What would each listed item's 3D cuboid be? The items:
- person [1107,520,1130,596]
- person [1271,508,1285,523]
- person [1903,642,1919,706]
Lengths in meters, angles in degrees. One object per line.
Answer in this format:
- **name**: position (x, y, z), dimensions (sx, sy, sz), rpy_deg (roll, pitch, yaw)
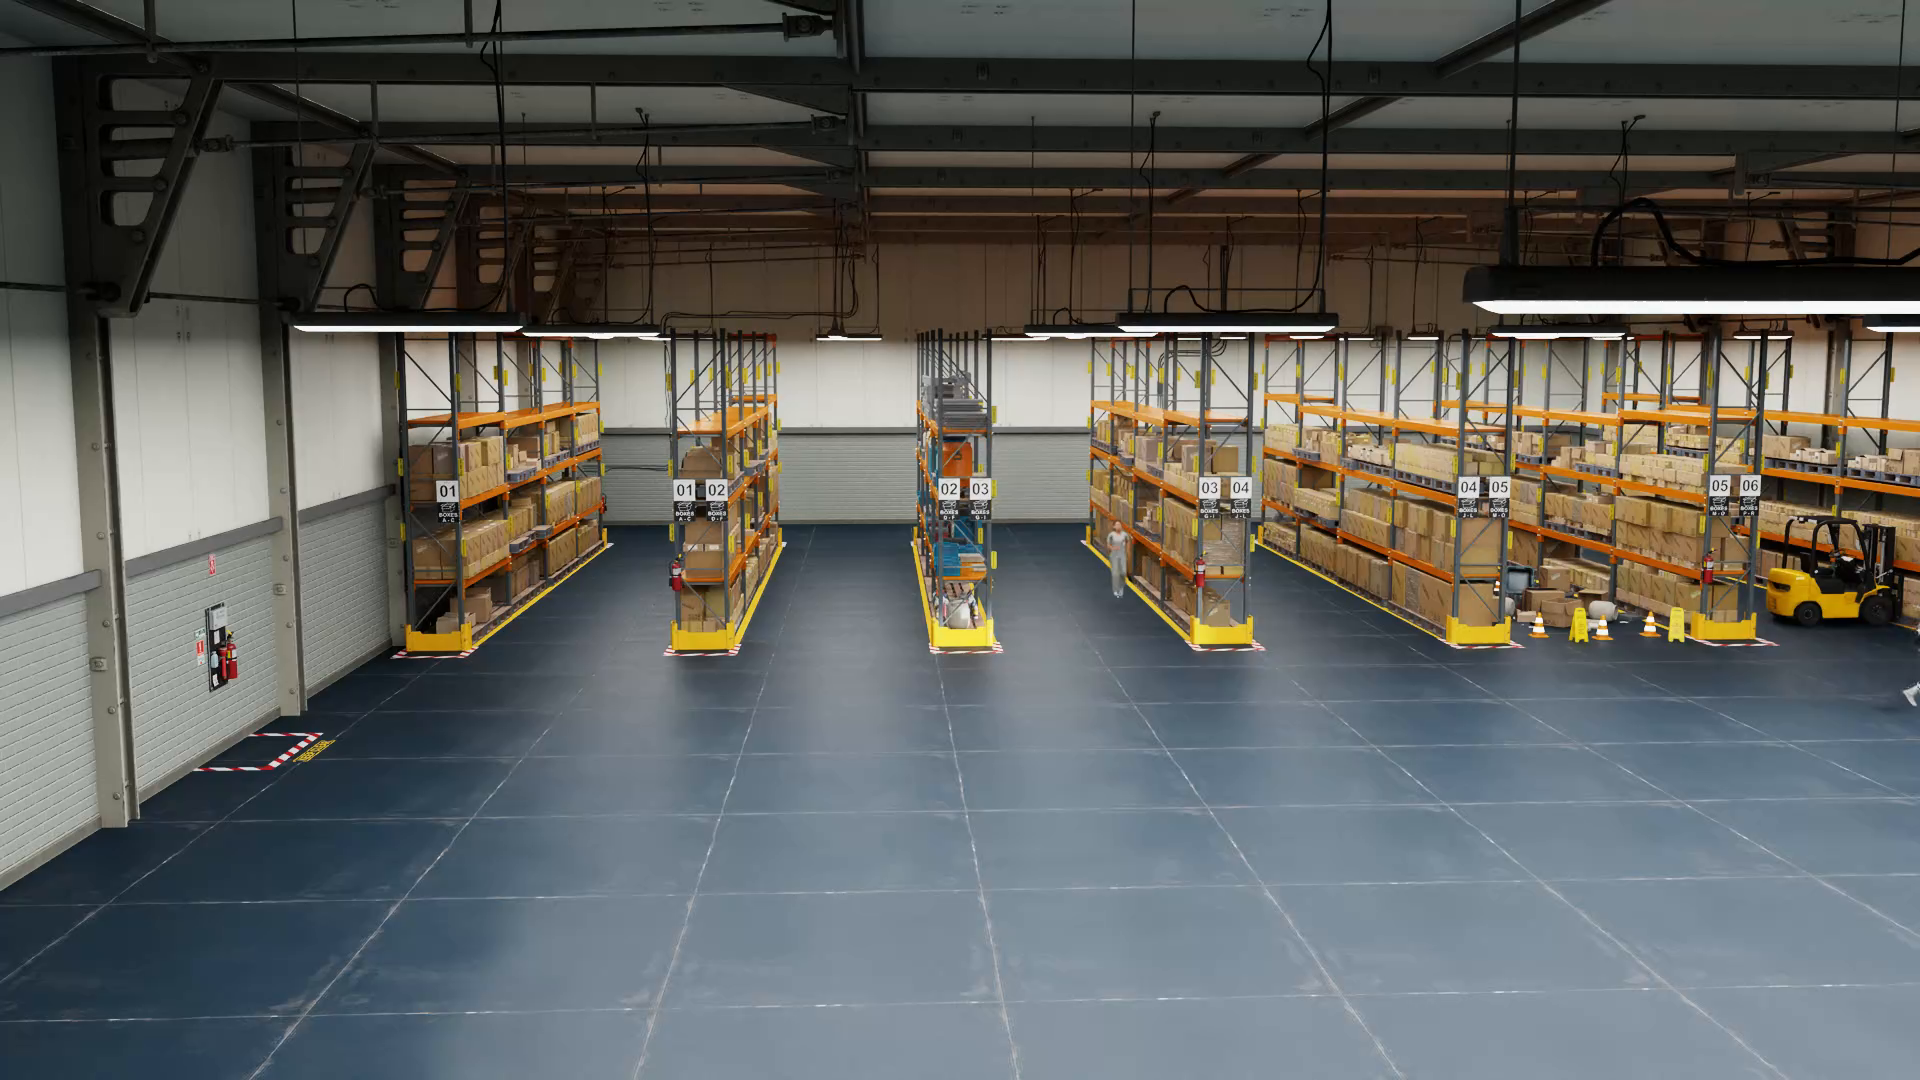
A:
- **person**: position (3.426, 0.394, 35.808), dimensions (0.543, 1.665, 0.618), rpy_deg (0, 7, -4)
- **person**: position (9.454, -0.877, 49.161), dimensions (0.735, 1.614, 0.792), rpy_deg (1, 7, 10)
- **person**: position (15.035, 1.873, 25.617), dimensions (0.843, 1.667, 0.625), rpy_deg (6, 9, 41)
